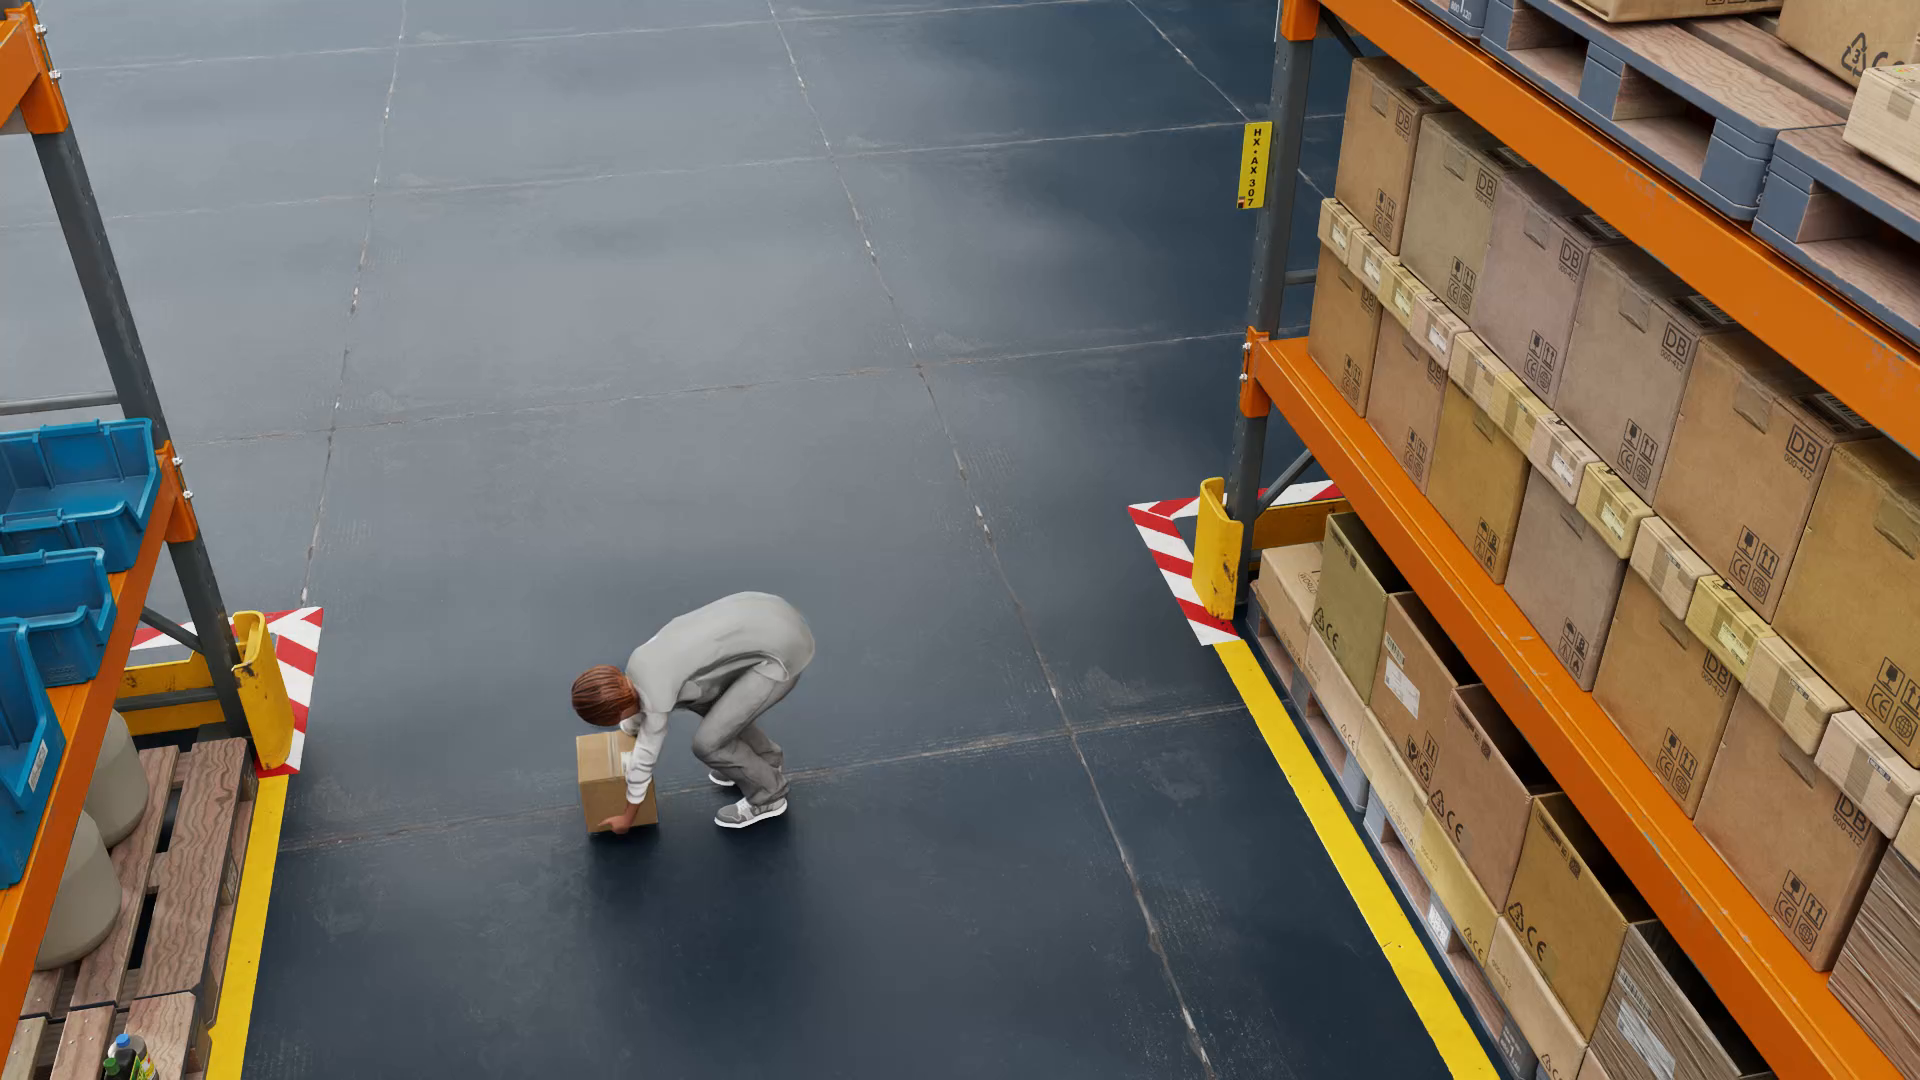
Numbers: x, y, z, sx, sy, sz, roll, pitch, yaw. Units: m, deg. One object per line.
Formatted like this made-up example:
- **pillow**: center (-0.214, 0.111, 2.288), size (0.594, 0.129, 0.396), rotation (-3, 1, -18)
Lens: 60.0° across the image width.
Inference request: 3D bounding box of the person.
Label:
- **person**: center (-0.926, 0.618, 5.898), size (0.853, 0.873, 0.424), rotation (-9, 36, -13)
